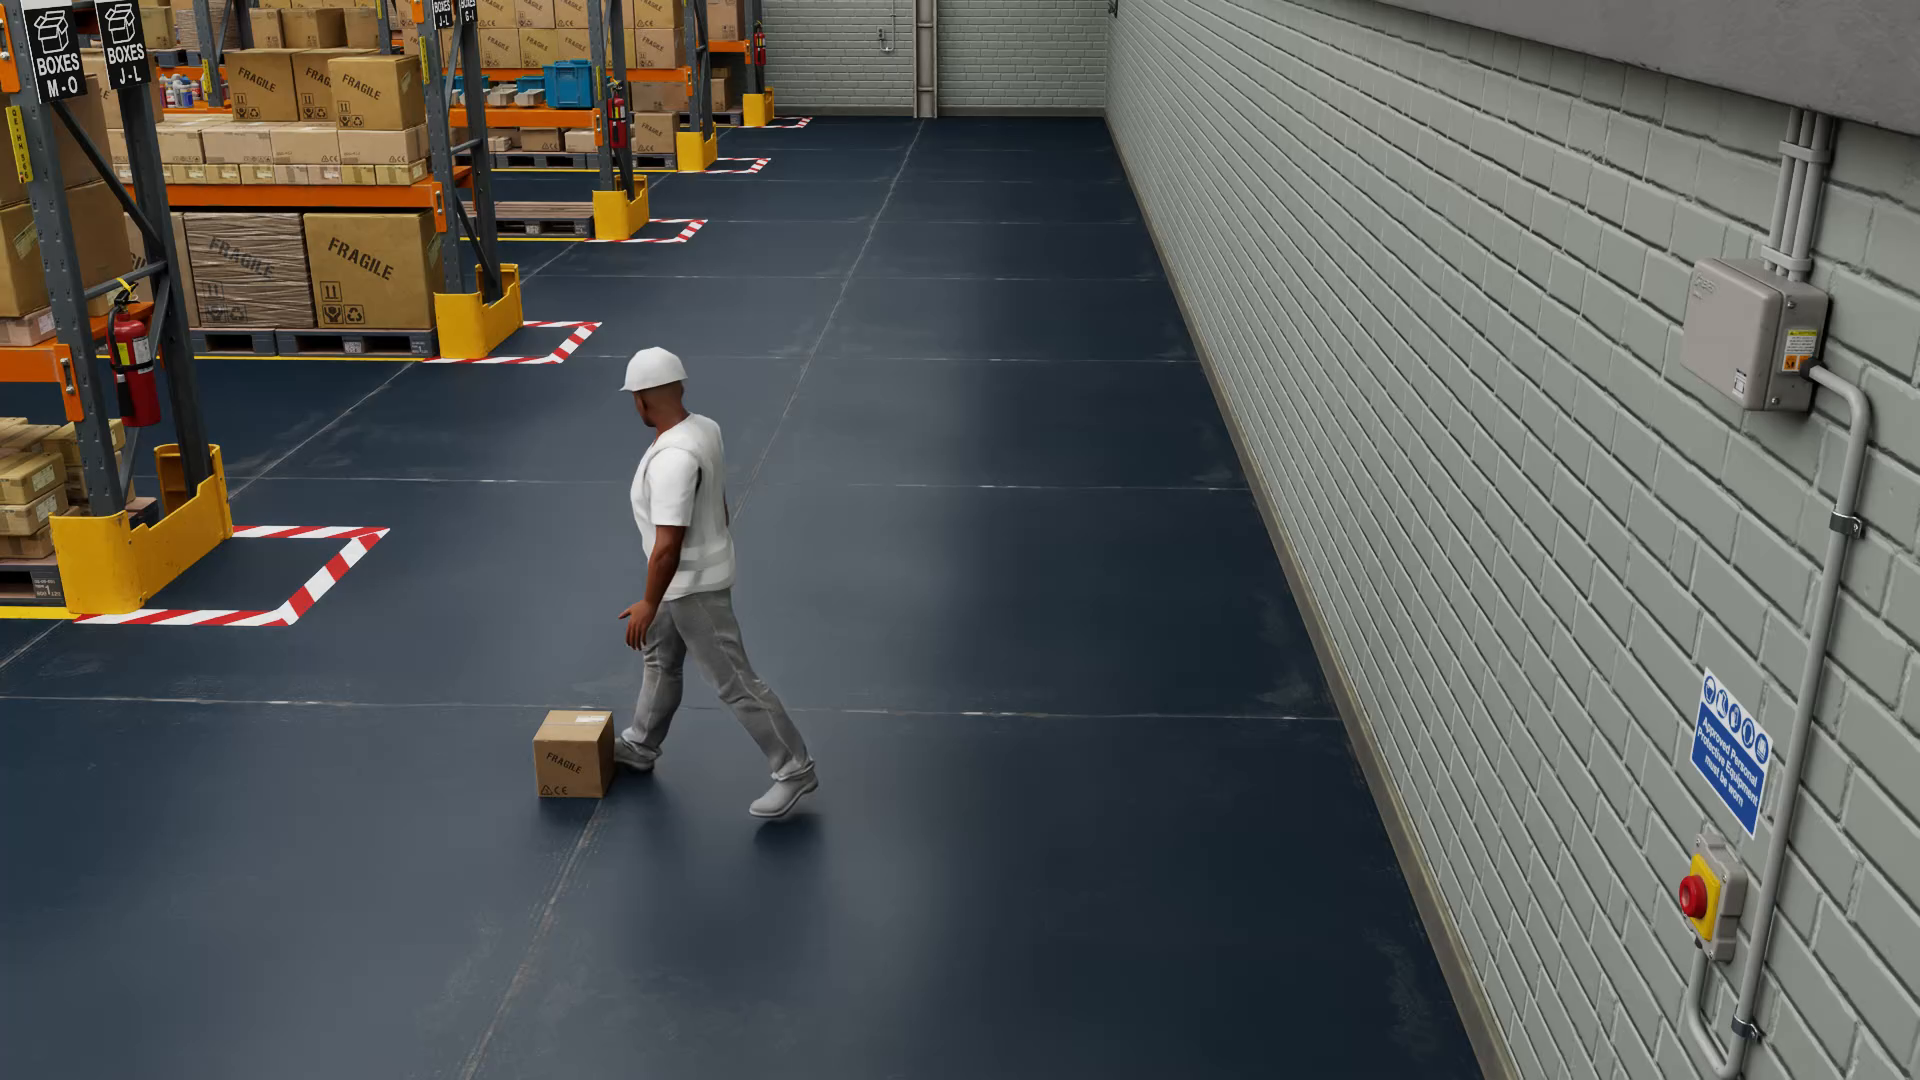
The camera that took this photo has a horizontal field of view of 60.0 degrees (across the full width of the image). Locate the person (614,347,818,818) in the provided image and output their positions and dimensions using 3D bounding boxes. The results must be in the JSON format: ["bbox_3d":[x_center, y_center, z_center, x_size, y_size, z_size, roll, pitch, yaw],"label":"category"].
[{"bbox_3d":[-1.022,0.151,6.165,0.941,1.738,0.666,-2,21,-5],"label":"person"}]
